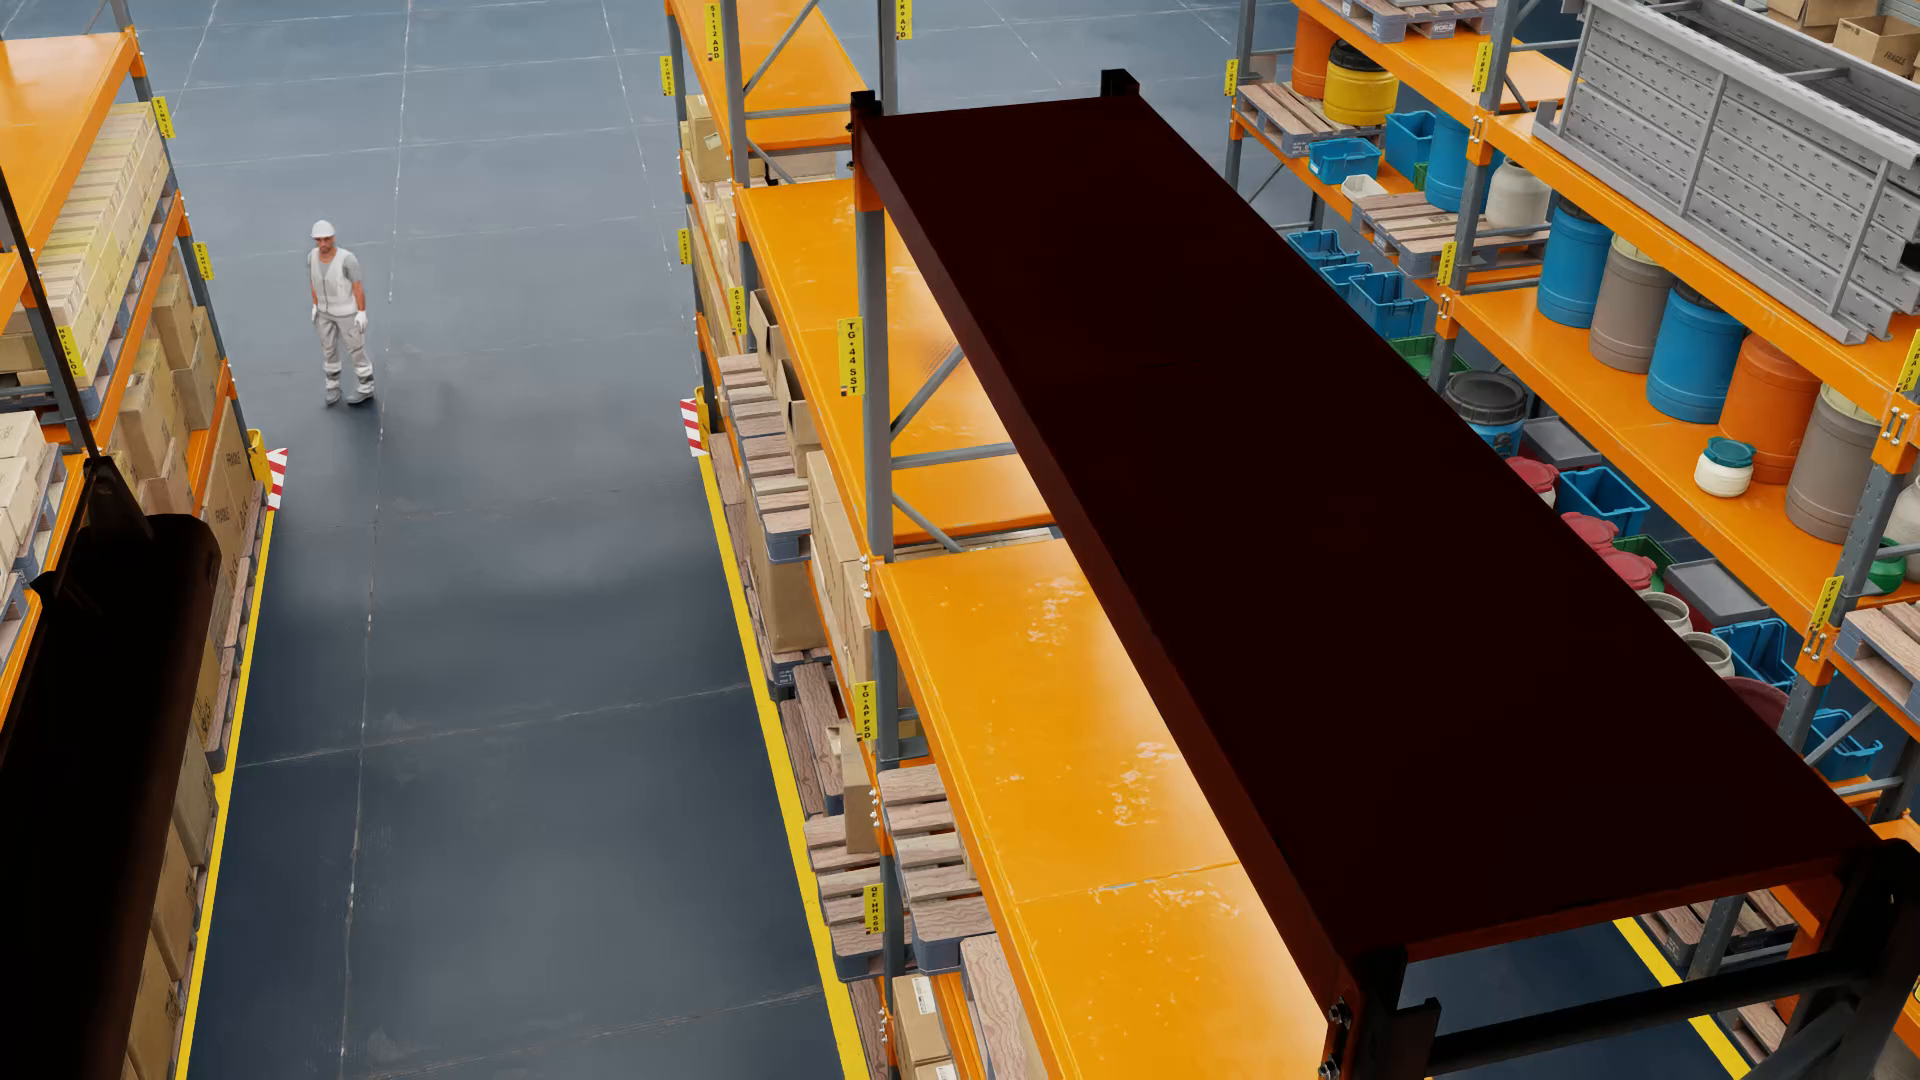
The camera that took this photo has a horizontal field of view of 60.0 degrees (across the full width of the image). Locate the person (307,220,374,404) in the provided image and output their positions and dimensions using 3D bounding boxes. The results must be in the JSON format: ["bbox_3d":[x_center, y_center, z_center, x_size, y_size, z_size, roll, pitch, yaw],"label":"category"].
[{"bbox_3d":[-5.846,-2.121,15.606,0.566,1.797,0.514,17,38,23],"label":"person"}]
